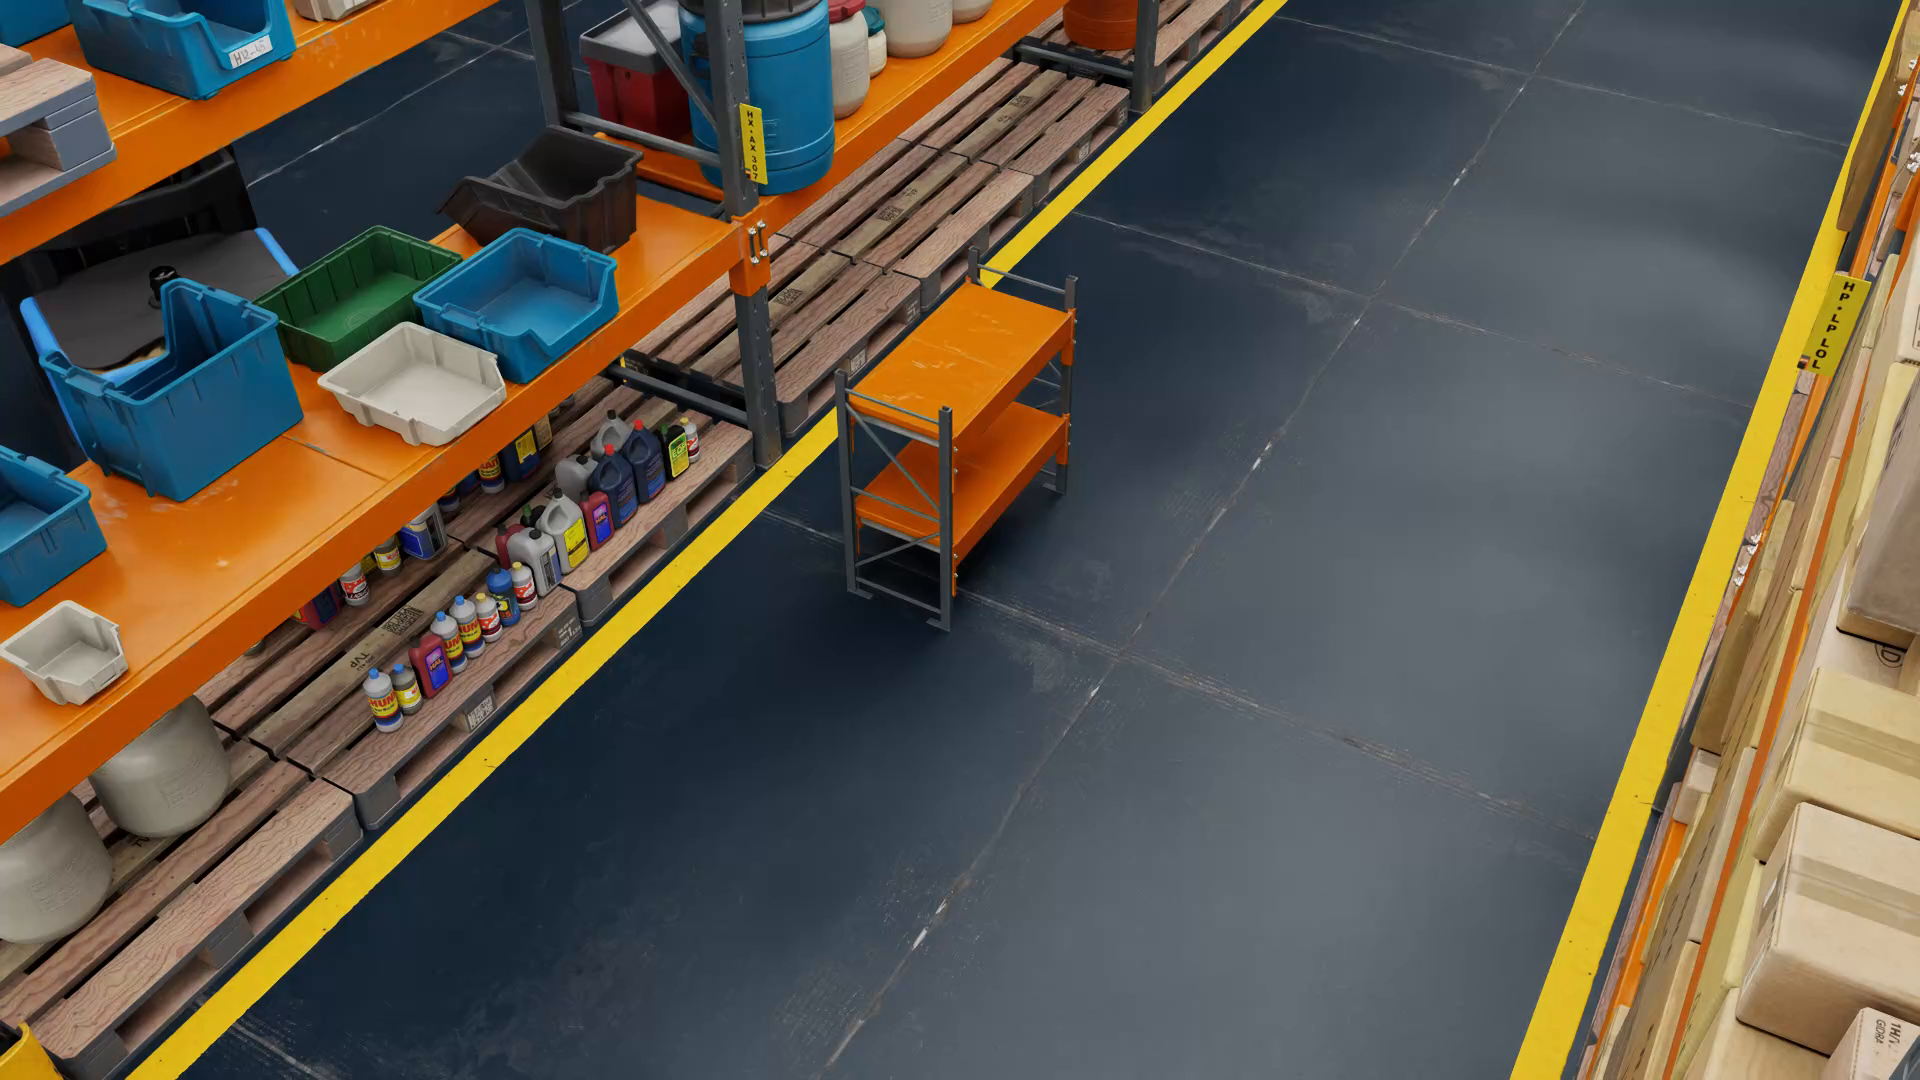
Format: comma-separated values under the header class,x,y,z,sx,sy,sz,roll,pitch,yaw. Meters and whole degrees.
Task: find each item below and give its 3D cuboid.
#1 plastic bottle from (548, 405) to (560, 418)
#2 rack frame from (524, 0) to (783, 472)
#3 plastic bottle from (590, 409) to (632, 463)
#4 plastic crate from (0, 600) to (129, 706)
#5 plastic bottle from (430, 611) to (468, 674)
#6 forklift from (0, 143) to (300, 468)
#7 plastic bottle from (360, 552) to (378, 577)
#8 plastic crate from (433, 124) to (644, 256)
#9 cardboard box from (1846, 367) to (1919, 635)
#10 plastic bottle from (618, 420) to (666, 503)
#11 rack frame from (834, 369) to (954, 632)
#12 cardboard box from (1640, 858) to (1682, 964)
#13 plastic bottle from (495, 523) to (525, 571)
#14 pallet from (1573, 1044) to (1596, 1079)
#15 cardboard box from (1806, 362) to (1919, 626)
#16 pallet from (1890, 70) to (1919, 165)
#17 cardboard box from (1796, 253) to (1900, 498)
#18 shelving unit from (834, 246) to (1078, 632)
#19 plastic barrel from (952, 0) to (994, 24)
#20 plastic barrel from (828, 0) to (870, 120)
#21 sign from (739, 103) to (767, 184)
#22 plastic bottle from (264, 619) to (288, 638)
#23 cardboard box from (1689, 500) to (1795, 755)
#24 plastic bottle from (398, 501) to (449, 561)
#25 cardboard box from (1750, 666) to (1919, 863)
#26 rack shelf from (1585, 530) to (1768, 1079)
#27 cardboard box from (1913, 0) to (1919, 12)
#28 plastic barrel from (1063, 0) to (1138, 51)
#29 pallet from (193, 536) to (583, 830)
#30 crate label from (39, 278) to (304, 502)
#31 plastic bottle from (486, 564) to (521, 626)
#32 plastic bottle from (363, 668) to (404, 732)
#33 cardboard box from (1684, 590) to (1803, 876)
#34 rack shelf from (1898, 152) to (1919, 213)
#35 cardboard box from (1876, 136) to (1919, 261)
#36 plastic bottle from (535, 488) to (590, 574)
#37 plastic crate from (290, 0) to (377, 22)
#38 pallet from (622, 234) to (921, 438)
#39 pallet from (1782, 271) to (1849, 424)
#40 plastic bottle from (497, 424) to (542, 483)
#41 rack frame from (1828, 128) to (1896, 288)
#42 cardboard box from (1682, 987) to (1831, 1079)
class,x,y,z,sx,sy,sz,roll,pitch,yaw
plastic bottle,-1.872,-0.659,7.513,0.097,0.201,0.097,0,41,0
rack frame,-1.282,-1.639,6.842,1.000,3.000,0.127,21,45,22
plastic bottle,-1.480,-0.394,7.100,0.144,0.351,0.185,21,45,22
plastic crate,-2.558,0.343,4.791,0.298,0.136,0.250,21,45,22
plastic bottle,-1.935,0.378,6.283,0.097,0.271,0.097,0,41,0
forklift,-3.816,-1.844,7.126,1.130,2.935,3.031,-25,47,-26
plastic bottle,-2.446,-0.028,6.684,0.144,0.351,0.185,23,46,24
plastic crate,-1.655,-1.359,6.570,0.767,0.338,0.504,21,45,22
cardboard box,1.561,-0.146,2.197,0.500,0.500,0.500,21,45,22
plastic bottle,-1.355,-0.347,7.045,0.144,0.351,0.185,20,45,21
rack frame,-0.251,-0.135,6.552,0.500,1.125,0.032,21,45,22
cardboard box,1.899,0.979,4.059,0.380,0.149,0.250,21,45,22
plastic bottle,-1.790,0.030,6.669,0.061,0.283,0.133,21,45,22
pallet,2.091,2.142,4.658,1.003,0.211,1.213,21,45,22
cardboard box,1.784,-0.009,2.834,0.500,0.250,0.500,20,45,21
pallet,4.743,-1.775,7.141,1.213,0.211,1.003,21,45,22
cardboard box,2.561,-0.352,4.323,0.500,0.500,0.500,21,45,22
shelving unit,0.003,-0.426,6.883,0.538,1.125,1.048,21,45,22
plastic barrel,-0.030,-2.833,8.094,0.433,0.535,0.433,0,41,0
plastic barrel,-0.614,-2.165,7.336,0.433,0.535,0.433,0,41,0
sign,-0.812,-1.555,6.537,0.100,0.325,0.005,21,45,22
plastic bottle,-2.702,0.235,6.436,0.061,0.283,0.133,22,46,23
cardboard box,2.446,0.361,4.270,0.875,0.500,0.500,21,45,22
plastic bottle,-2.212,-0.072,6.790,0.152,0.276,0.135,21,45,22
cardboard box,1.252,0.352,2.123,0.380,0.149,0.250,21,46,22
rack shelf,2.005,1.413,3.920,1.077,0.370,4.000,21,45,22
cardboard box,5.824,-2.546,9.161,1.225,0.875,0.875,21,46,22
plastic barrel,0.949,-3.557,10.344,0.600,0.830,0.708,21,45,22
pallet,-2.264,0.478,6.547,1.003,0.211,1.213,21,45,22
crate label,-2.597,-0.507,5.529,0.502,0.435,0.616,21,45,22
plastic bottle,-1.784,0.204,6.480,0.097,0.271,0.097,0,41,0
plastic bottle,-2.107,0.574,6.060,0.097,0.271,0.097,0,41,0
cardboard box,1.820,0.510,3.344,0.500,0.500,0.500,21,45,22
rack shelf,4.007,-2.002,5.528,1.077,0.370,4.000,21,45,22
cardboard box,3.793,-1.220,5.970,0.797,0.503,0.637,26,47,26
plastic bottle,-1.613,-0.052,6.711,0.144,0.351,0.185,21,45,22
plastic crate,-1.736,-1.614,4.743,0.243,0.136,0.396,21,45,22
pallet,-0.923,-1.055,8.288,1.003,0.211,1.213,21,45,22
pallet,4.615,-0.797,7.995,1.003,0.211,1.213,21,45,22
plastic bottle,-1.921,-0.438,7.149,0.144,0.351,0.185,21,45,22
rack frame,5.007,-2.290,7.581,1.000,3.000,0.127,21,45,22
cardboard box,1.025,0.858,1.850,0.500,0.250,0.500,22,46,23
